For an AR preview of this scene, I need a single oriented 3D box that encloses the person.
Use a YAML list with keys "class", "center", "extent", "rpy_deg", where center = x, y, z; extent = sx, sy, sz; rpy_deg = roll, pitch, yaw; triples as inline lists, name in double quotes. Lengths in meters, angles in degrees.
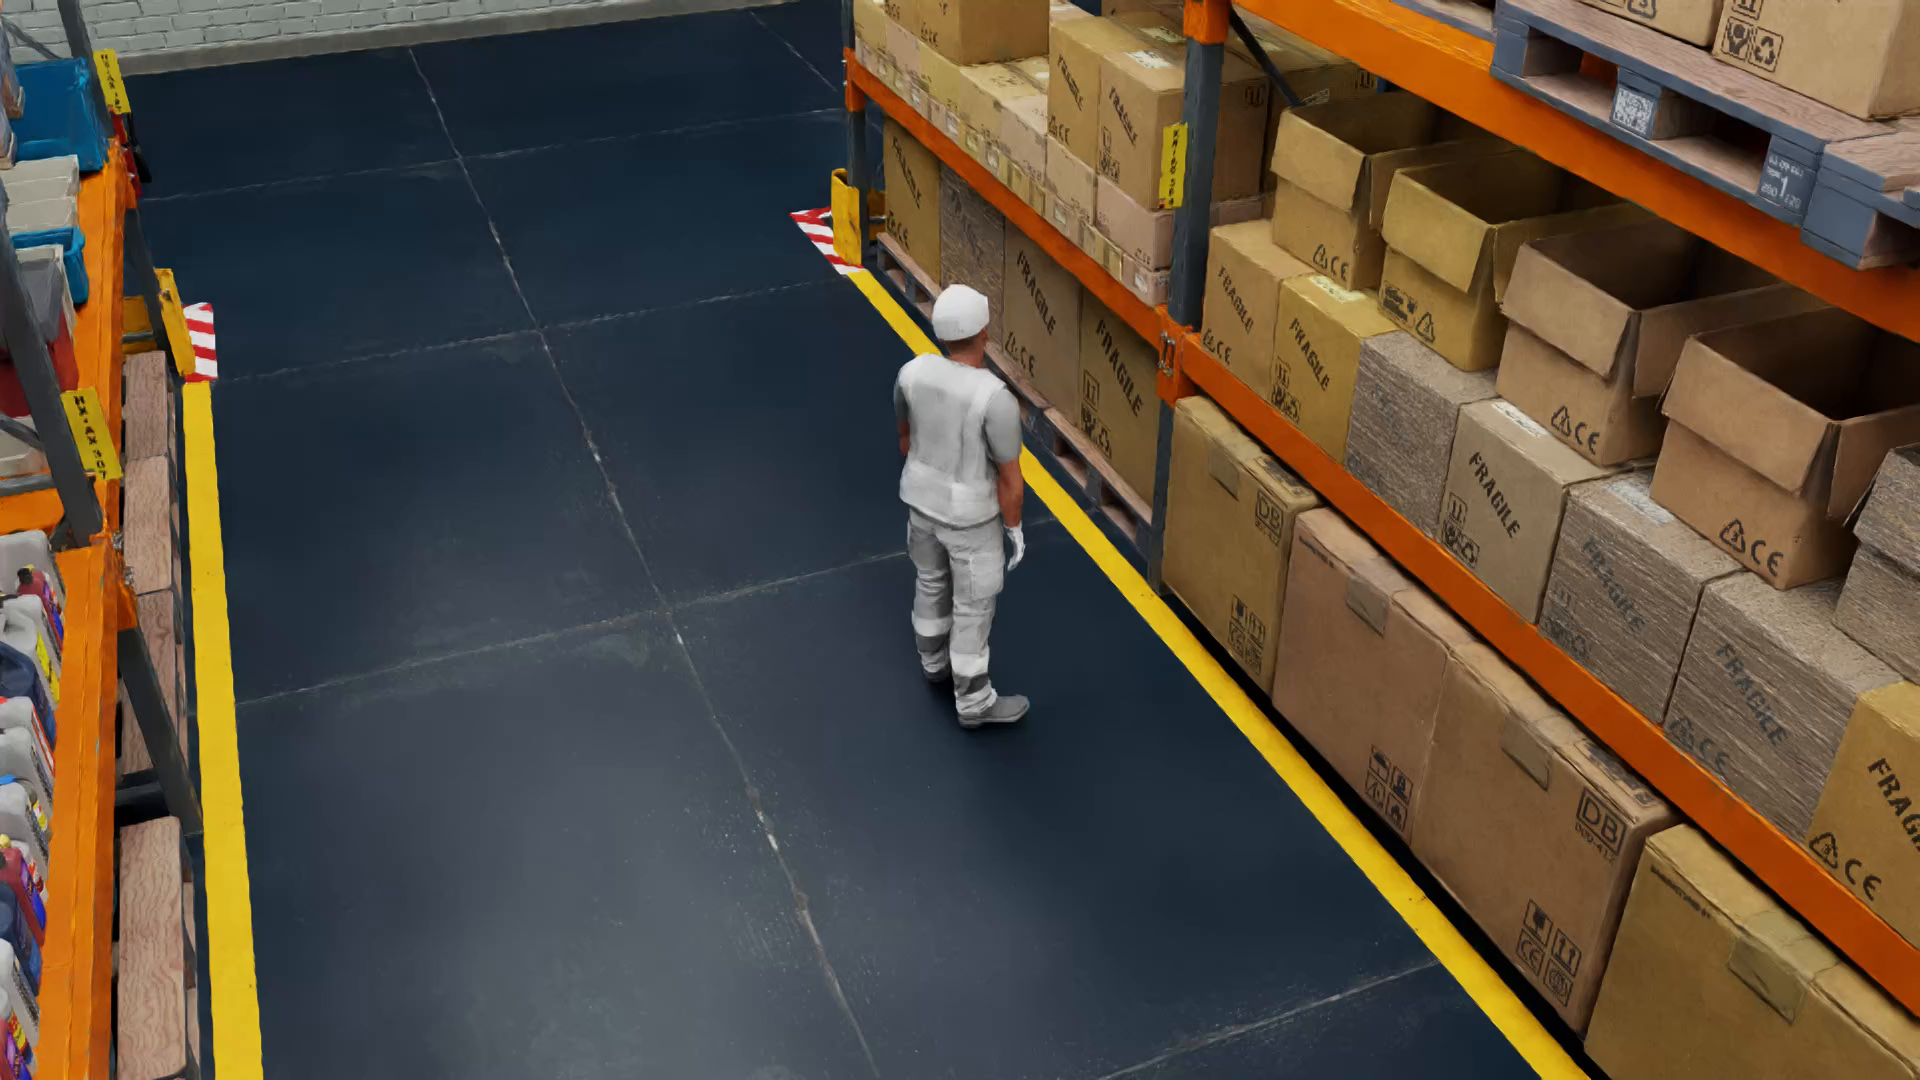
- class: "person"
  center: [0.034, -0.138, 6.276]
  extent: [0.590, 1.787, 0.456]
  rpy_deg: [24, 40, 31]
